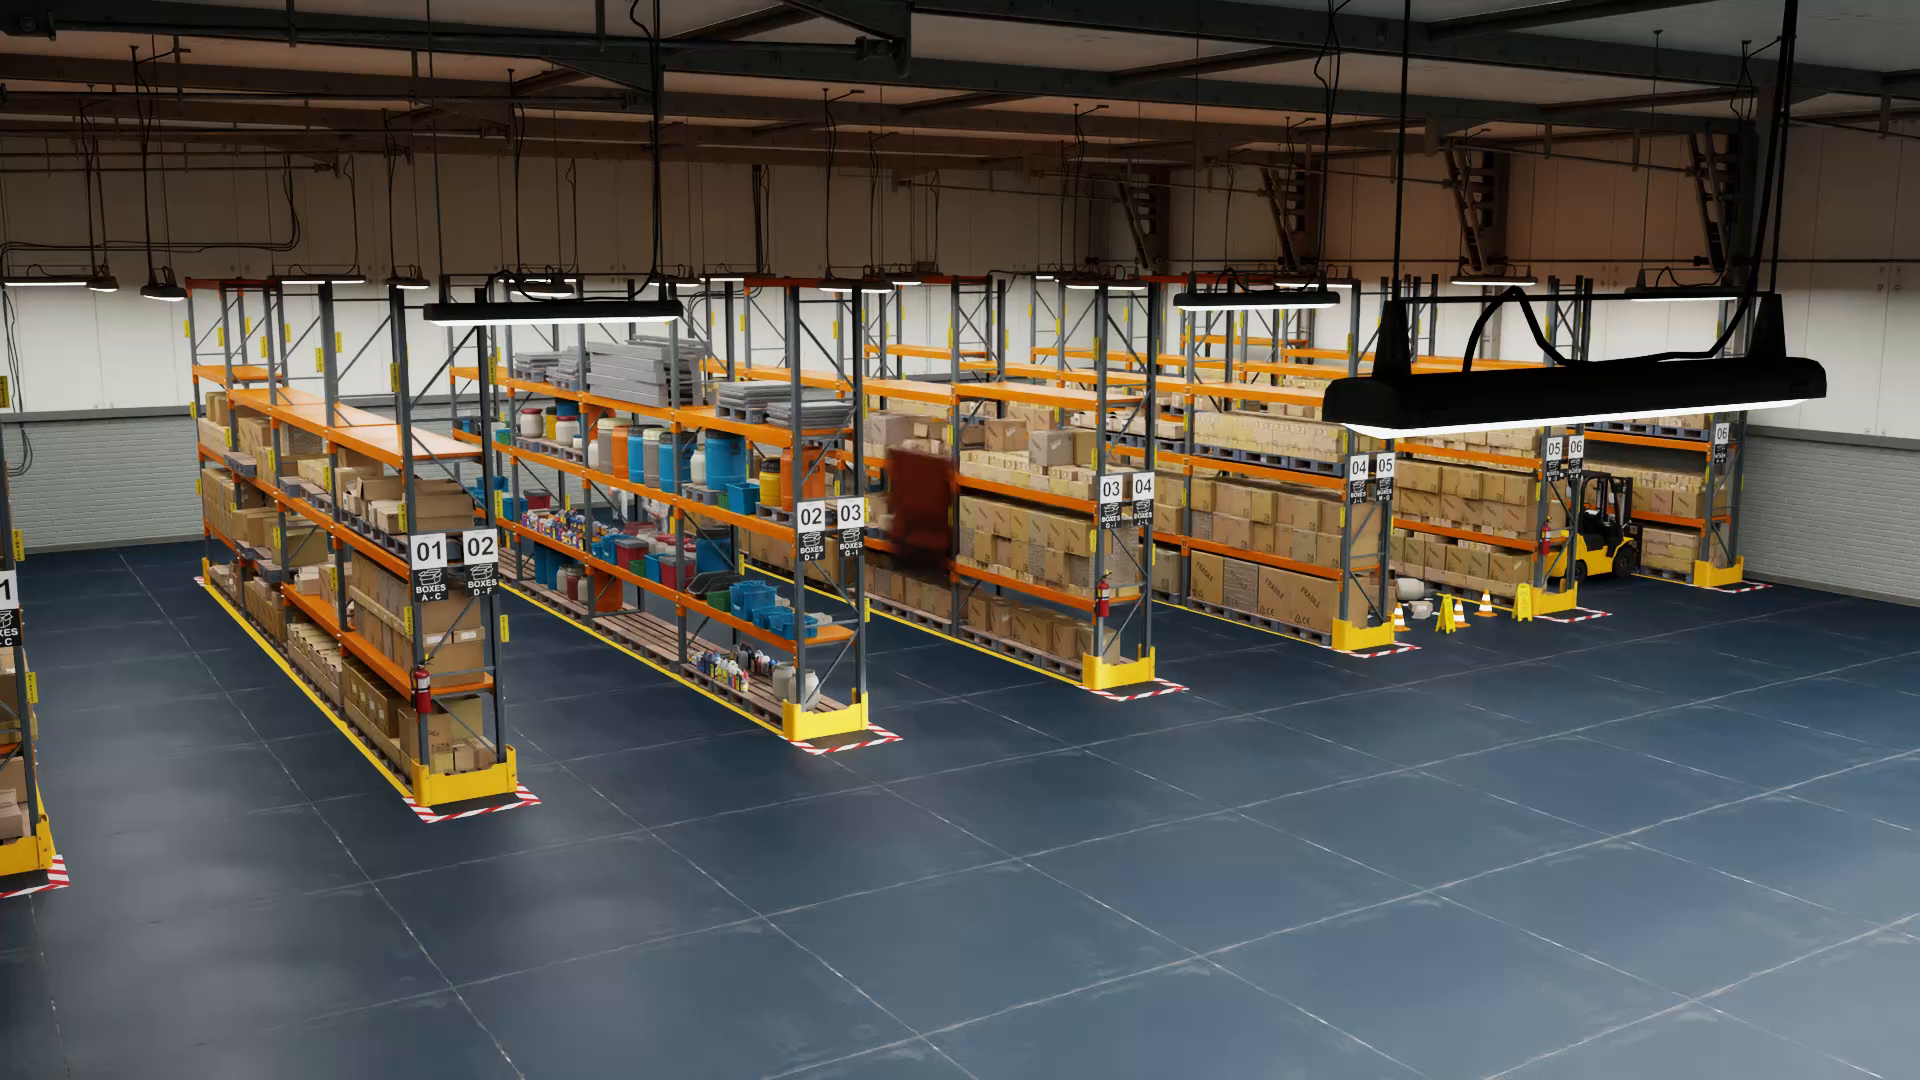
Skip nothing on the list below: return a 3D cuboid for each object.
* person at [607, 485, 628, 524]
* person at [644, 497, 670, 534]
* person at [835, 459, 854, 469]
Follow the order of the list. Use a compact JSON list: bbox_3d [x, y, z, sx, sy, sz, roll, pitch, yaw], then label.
[{"bbox_3d":[-8.305,-1.221,40.352,0.506,1.607,1.031,-3,10,-15],"label":"person"},{"bbox_3d":[-6.566,-0.540,36.175,0.669,1.679,0.729,-4,10,-21],"label":"person"},{"bbox_3d":[-3.011,-1.874,43.860,0.555,1.684,1.112,0,10,3],"label":"person"}]
